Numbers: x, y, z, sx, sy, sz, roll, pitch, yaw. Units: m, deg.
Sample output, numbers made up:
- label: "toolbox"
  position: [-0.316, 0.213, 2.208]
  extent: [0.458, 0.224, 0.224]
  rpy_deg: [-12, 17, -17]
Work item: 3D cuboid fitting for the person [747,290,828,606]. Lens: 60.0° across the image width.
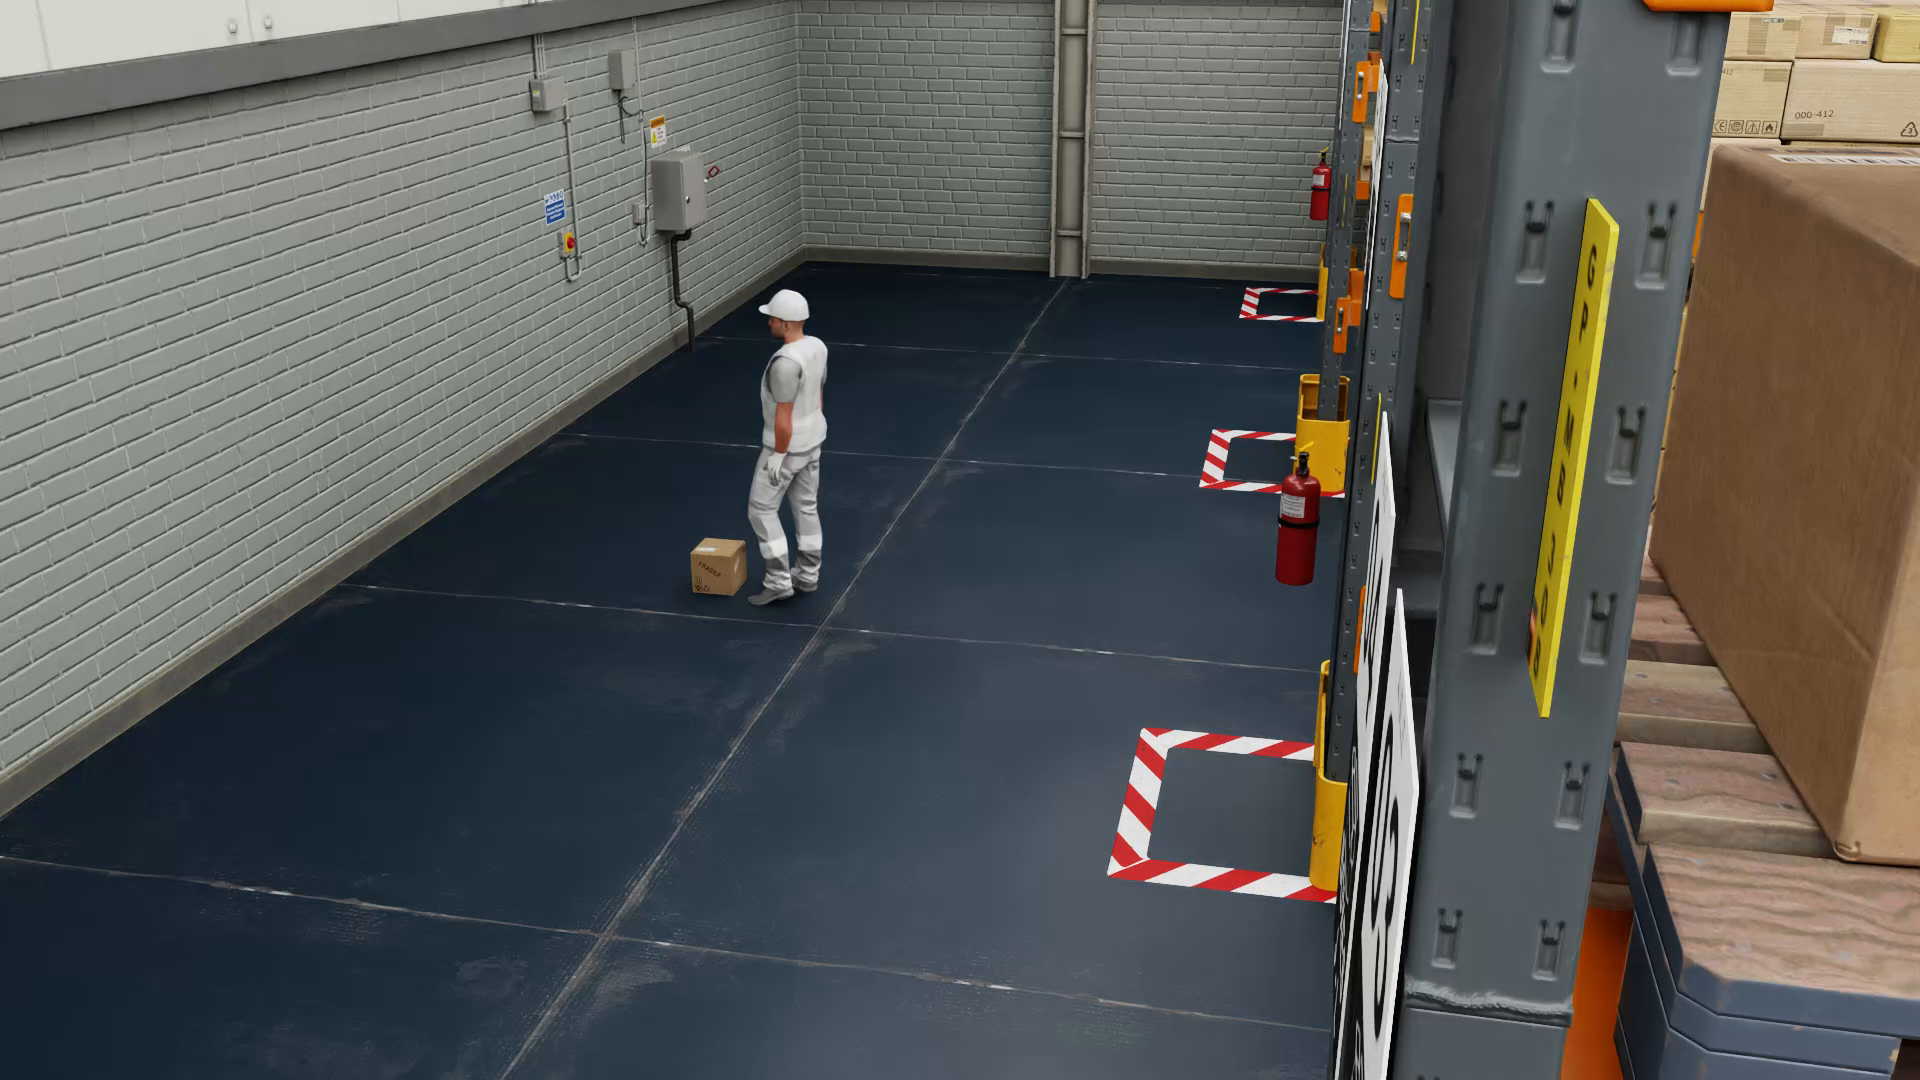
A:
- label: "person"
  position: [-0.960, -0.526, 9.415]
  extent: [0.402, 1.820, 0.590]
  rpy_deg: [9, 23, 22]
